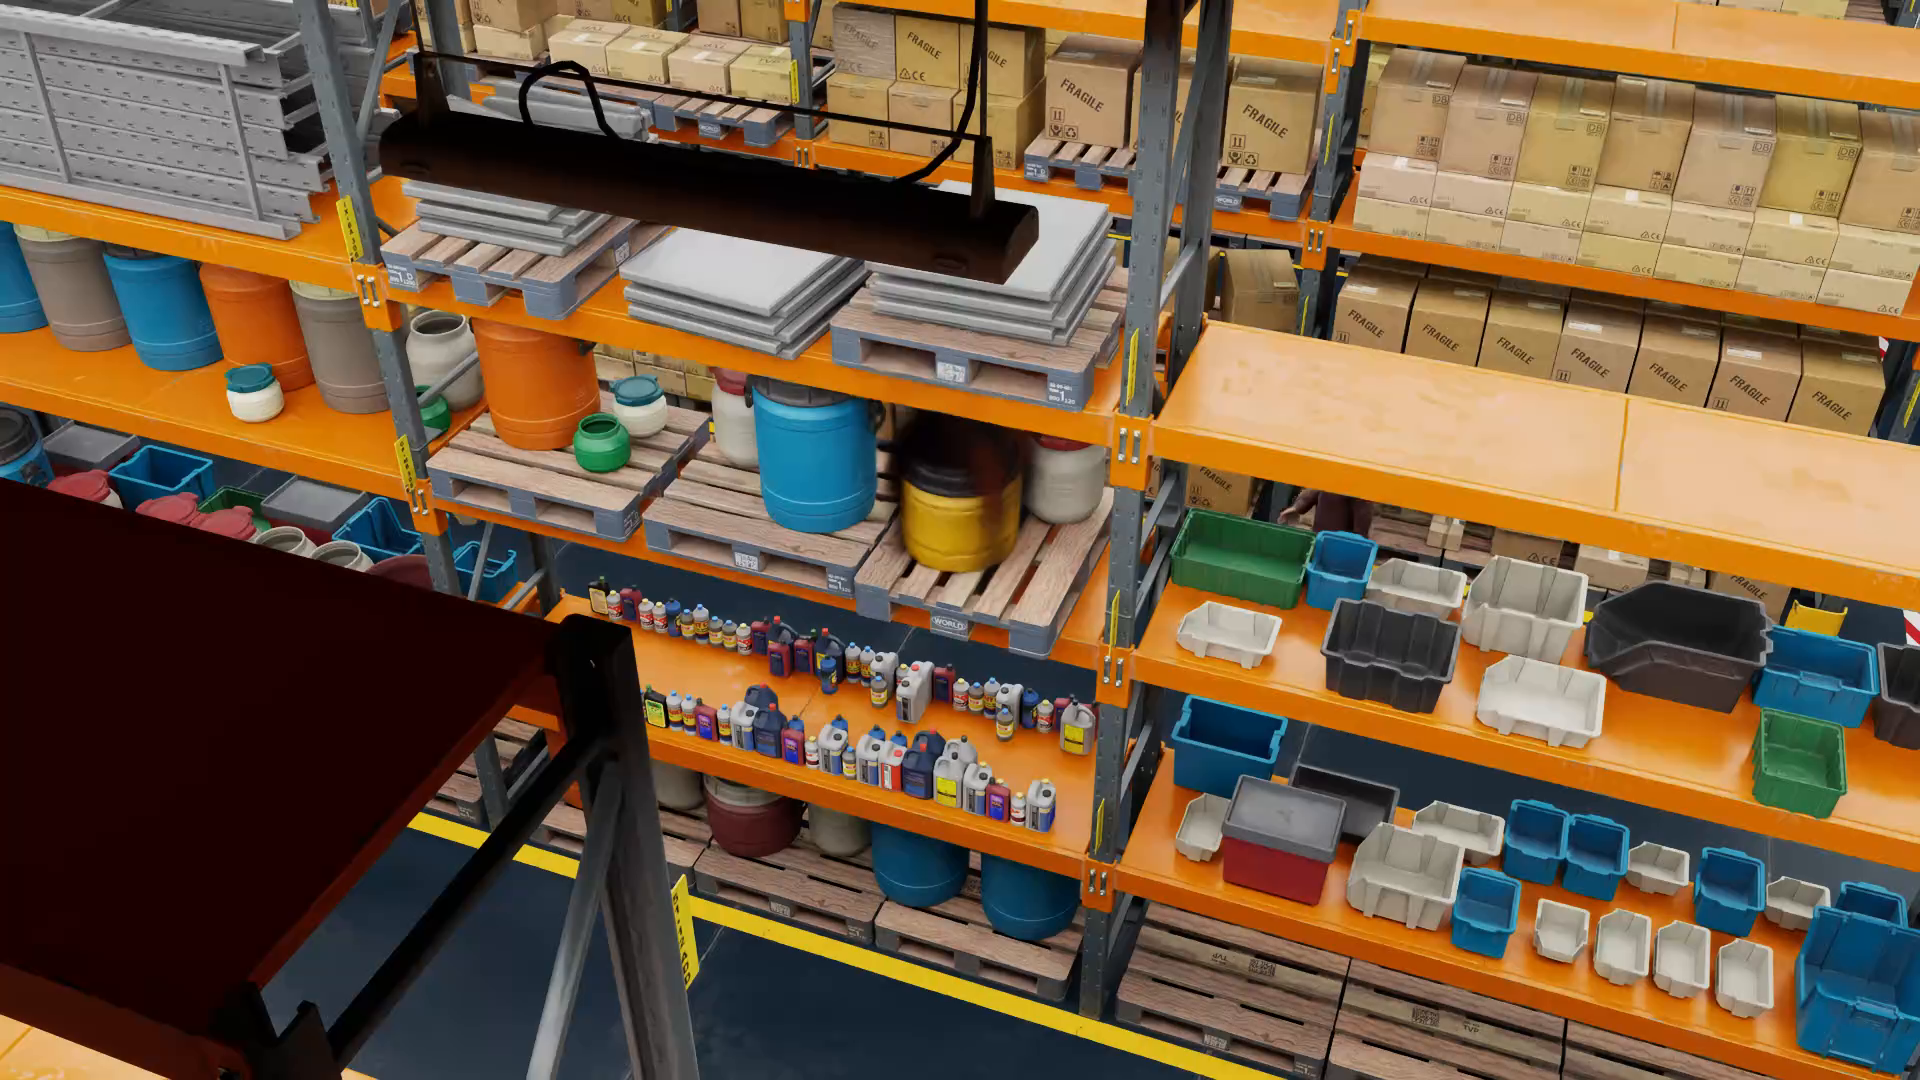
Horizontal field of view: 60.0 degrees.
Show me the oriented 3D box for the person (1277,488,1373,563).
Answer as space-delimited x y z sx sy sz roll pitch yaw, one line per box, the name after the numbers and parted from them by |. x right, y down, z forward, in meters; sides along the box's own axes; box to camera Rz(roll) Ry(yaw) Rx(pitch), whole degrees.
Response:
2.610 -0.071 11.933 1.045 1.711 0.542 12 38 16 | person

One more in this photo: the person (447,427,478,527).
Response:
-4.054 -0.963 13.267 0.531 1.863 0.567 -30 46 -34 | person
